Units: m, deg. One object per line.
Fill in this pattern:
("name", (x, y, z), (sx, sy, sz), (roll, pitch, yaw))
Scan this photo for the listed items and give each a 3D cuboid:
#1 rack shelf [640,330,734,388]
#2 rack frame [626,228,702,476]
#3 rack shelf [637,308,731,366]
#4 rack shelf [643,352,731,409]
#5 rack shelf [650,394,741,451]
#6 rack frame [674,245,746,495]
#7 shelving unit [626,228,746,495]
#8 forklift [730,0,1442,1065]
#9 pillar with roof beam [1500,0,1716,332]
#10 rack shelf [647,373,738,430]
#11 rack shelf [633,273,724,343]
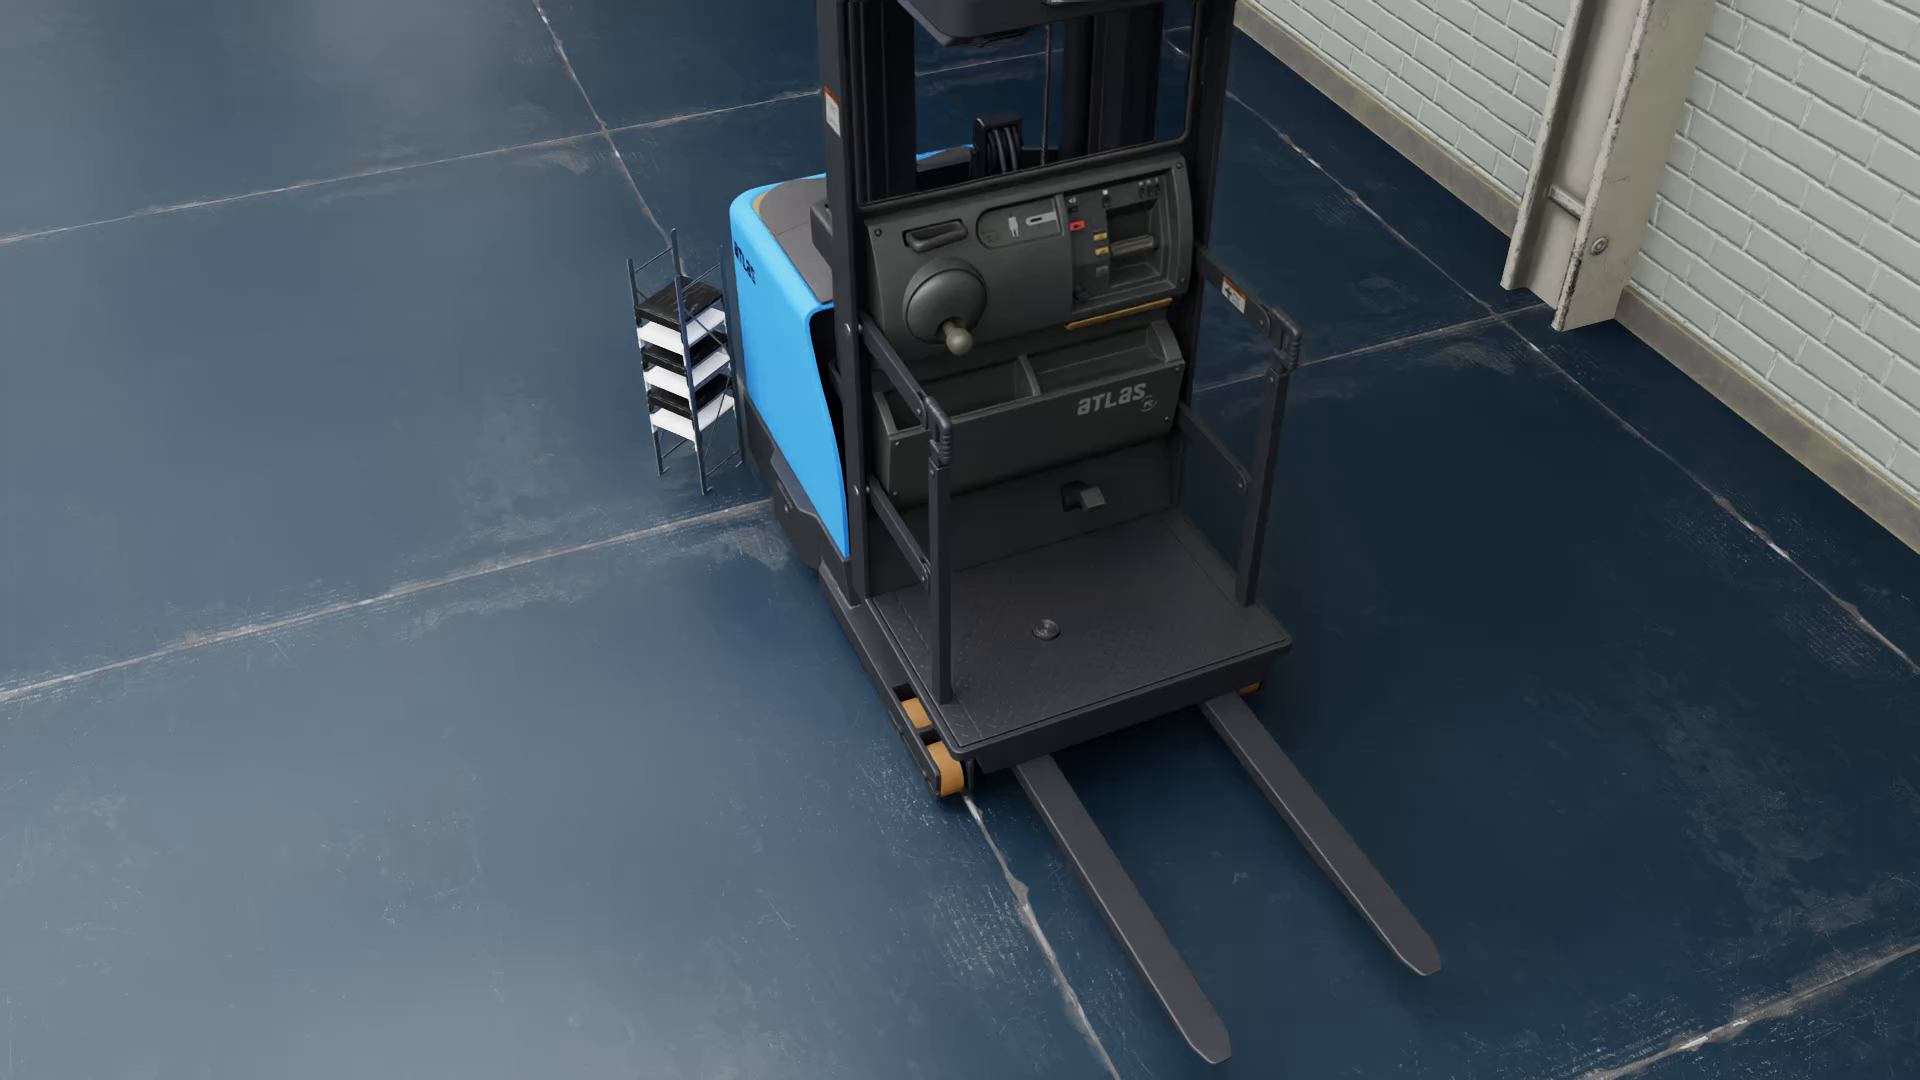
("rack shelf", (-0.938, -0.647, 5.725), (0.200, 0.077, 0.258), (23, 46, 24))
("rack frame", (-1.023, -0.640, 5.804), (0.006, 0.900, 0.240), (23, 46, 24))
("rack shelf", (-0.938, -0.715, 5.666), (0.200, 0.077, 0.258), (23, 46, 24))
("rack shelf", (-0.938, -0.579, 5.784), (0.200, 0.077, 0.258), (23, 46, 24))
("rack shelf", (-0.938, -0.442, 5.901), (0.200, 0.077, 0.258), (23, 46, 24))
("rack frame", (-0.852, -0.568, 5.720), (0.006, 0.900, 0.240), (23, 46, 24))
("shelving unit", (-0.938, -0.604, 5.762), (0.210, 0.900, 0.258), (23, 46, 24))
("forklift", (0.291, -0.683, 4.297), (1.130, 2.935, 3.031), (-16, 43, -18))
("pillar with roof beam", (-1.487, -3.337, 2.729), (9.100, 9.000, 0.400), (-15, 43, -17))
("rack shelf", (-0.938, -0.510, 5.842), (0.200, 0.077, 0.258), (23, 46, 24))
("rack shelf", (-0.938, -0.783, 5.608), (0.200, 0.077, 0.258), (23, 46, 24))
